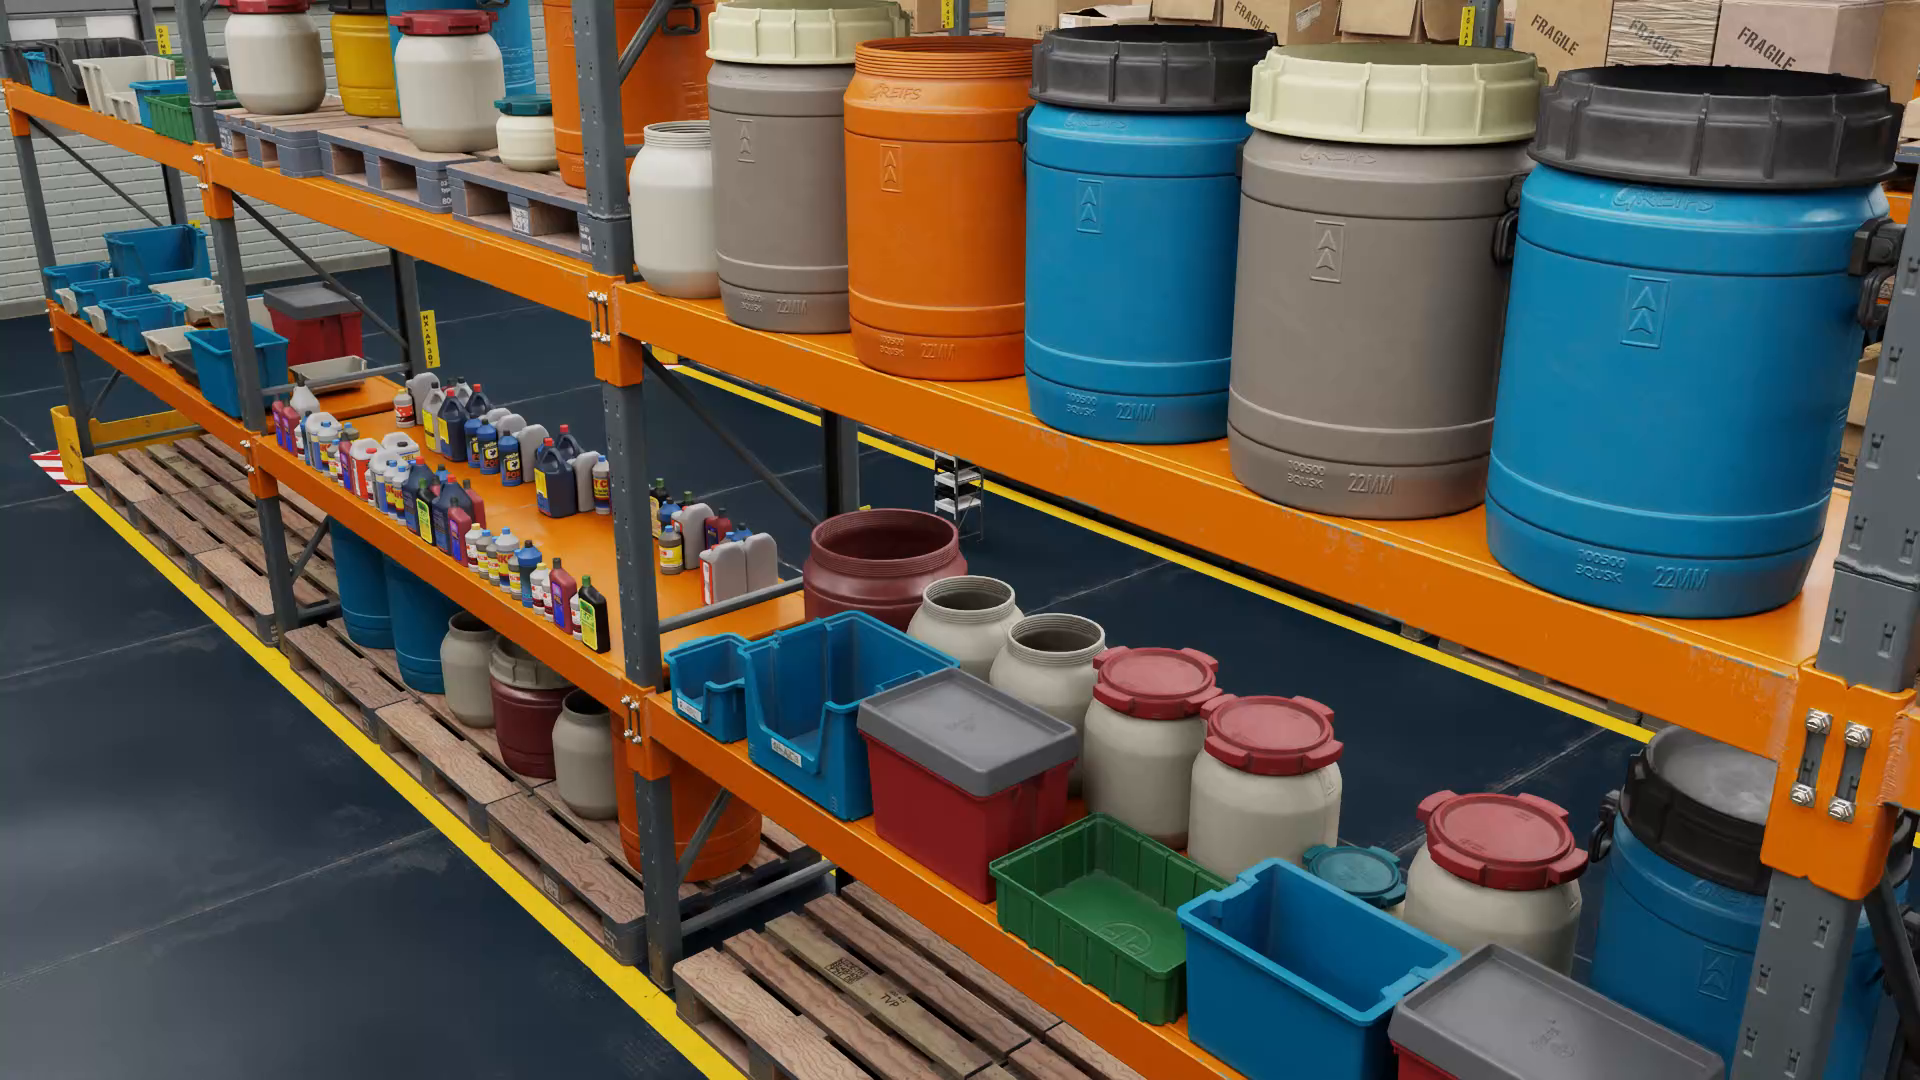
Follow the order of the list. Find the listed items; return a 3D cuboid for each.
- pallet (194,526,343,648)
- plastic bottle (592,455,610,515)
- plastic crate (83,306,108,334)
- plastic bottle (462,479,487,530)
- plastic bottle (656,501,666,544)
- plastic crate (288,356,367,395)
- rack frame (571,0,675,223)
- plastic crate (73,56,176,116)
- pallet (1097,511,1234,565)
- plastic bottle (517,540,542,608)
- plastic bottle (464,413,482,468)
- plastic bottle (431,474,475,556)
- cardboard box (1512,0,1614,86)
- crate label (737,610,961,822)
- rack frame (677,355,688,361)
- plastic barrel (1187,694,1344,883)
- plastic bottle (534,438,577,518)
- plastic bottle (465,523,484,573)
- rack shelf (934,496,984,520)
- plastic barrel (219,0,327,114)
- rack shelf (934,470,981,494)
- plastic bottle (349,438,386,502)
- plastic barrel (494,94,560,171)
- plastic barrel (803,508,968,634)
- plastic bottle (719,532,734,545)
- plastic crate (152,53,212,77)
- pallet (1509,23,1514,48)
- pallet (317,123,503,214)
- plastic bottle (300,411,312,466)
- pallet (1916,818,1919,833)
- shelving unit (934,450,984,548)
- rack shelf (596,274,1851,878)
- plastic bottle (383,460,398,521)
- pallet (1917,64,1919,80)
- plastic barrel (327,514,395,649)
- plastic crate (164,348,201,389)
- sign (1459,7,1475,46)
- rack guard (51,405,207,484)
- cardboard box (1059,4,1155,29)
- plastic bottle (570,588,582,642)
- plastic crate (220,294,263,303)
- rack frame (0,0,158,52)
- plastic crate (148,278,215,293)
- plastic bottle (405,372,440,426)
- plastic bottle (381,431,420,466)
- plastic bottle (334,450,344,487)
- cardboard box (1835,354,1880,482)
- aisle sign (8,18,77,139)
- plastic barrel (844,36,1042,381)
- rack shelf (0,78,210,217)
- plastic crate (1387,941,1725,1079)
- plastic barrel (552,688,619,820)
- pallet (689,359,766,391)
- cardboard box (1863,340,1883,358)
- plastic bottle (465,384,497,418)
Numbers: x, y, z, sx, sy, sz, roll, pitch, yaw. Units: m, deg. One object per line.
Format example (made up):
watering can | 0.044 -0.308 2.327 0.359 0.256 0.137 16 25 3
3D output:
pallet | -3.925 0.234 10.096 1.003 0.211 1.213 -17 27 -37
plastic bottle | -1.651 -0.259 7.709 0.097 0.271 0.097 0 21 0
plastic crate | -5.525 -1.438 10.822 0.250 0.136 0.298 -17 27 -37
plastic bottle | -2.149 -0.122 7.343 0.061 0.283 0.133 -17 27 -37
plastic bottle | -1.286 -0.072 7.328 0.097 0.201 0.097 0 21 0
plastic crate | -3.611 -0.938 9.545 0.396 0.136 0.243 -17 27 -37
rack frame | -0.804 -2.558 5.177 1.000 3.000 0.127 -17 27 -37
plastic crate | -4.813 -2.631 9.638 0.437 0.282 0.530 -17 27 -37
pallet | 1.698 -0.218 11.252 1.003 0.211 1.213 -17 27 -37
plastic bottle | -1.731 0.131 6.713 0.097 0.271 0.097 0 21 0
plastic bottle | -2.428 -0.503 8.332 0.097 0.271 0.097 0 21 0
plastic bottle | -2.210 -0.122 7.250 0.144 0.351 0.185 -17 27 -37
cardboard box | 3.060 -2.429 8.137 0.500 0.500 0.500 -17 27 -37
crate label | -0.361 0.557 5.399 0.502 0.435 0.616 -17 27 -37
rack frame | -2.274 -3.154 14.925 1.000 3.000 0.127 -17 27 -37
plastic barrel | 0.869 0.758 4.750 0.433 0.535 0.433 0 21 0
plastic bottle | -1.876 -0.293 7.688 0.144 0.351 0.185 -17 27 -37
plastic bottle | -2.048 0.029 7.069 0.097 0.201 0.097 0 21 0
rack shelf | -0.005 -0.223 10.903 0.258 0.077 0.200 -17 27 -37
plastic barrel | -3.262 -2.321 7.921 0.433 0.535 0.433 0 21 0
rack shelf | -0.005 -0.390 10.838 0.258 0.077 0.200 -17 27 -37
plastic bottle | -2.797 -0.338 7.904 0.152 0.276 0.135 -17 27 -37
plastic barrel | -1.615 -1.554 6.340 0.301 0.262 0.301 0 21 0
plastic barrel | -0.272 0.228 6.103 0.600 0.536 0.708 -17 27 -37
plastic bottle | -0.960 0.066 6.976 0.097 0.201 0.097 0 21 0
plastic crate | -5.166 -3.069 10.884 0.450 0.188 0.336 -17 27 -37
pallet | 5.162 -4.030 13.304 1.213 0.211 1.003 -17 27 -37
pallet | -2.087 -1.673 7.288 1.003 0.211 1.213 -17 27 -37
plastic bottle | -3.259 -0.516 8.365 0.097 0.271 0.097 0 21 0
pallet | 5.050 1.245 7.517 1.003 0.211 1.213 -17 27 -37
shelving unit | -0.005 -0.421 10.826 0.258 0.900 0.210 -17 27 -37
rack shelf | 0.501 -0.274 4.444 1.077 0.370 4.000 -17 27 -37
plastic bottle | -2.591 -0.233 7.643 0.097 0.271 0.097 0 21 0
pallet | 7.232 -3.240 11.290 1.213 0.211 1.003 -16 26 -35
plastic barrel | -3.073 0.066 9.005 0.600 0.901 0.708 -17 27 -37
plastic crate | -4.349 -1.015 9.758 0.437 0.125 0.590 -17 27 -37
sign | 2.522 -2.489 8.294 0.100 0.325 0.005 -17 27 -37
rack guard | -6.052 -0.815 12.379 1.175 0.500 0.348 -17 27 -37
cardboard box | 0.985 -3.275 10.667 0.500 0.311 0.500 -19 28 -39
plastic bottle | -1.453 0.281 6.426 0.097 0.201 0.097 0 21 0
plastic crate | -4.491 -1.419 10.641 0.416 0.233 0.300 -17 27 -37
rack frame | -6.026 -4.769 10.820 1.000 3.000 0.127 -17 27 -37
plastic crate | -5.357 -1.698 11.486 0.396 0.136 0.243 -17 27 -37
plastic bottle | -2.913 -0.780 9.034 0.152 0.276 0.135 -17 27 -37
plastic bottle | -2.682 -0.374 7.996 0.152 0.276 0.135 -17 27 -37
plastic bottle | -2.981 -0.366 8.077 0.097 0.201 0.097 0 21 0
cardboard box | 4.357 -0.540 7.531 0.797 0.503 0.637 -14 26 -32
aisle sign | -6.298 -3.135 11.310 0.394 0.787 0.004 -17 27 -37
plastic barrel | -0.006 -0.902 4.473 0.600 0.830 0.708 -17 27 -37
rack shelf | -4.721 -2.484 10.088 1.077 0.370 4.000 -17 27 -37
plastic crate | 1.259 1.249 3.593 0.402 0.464 0.583 -17 27 -37
plastic barrel | -1.573 0.932 7.327 0.421 0.512 0.421 0 21 0
pallet | -1.693 -1.654 14.917 1.003 0.211 1.213 -17 27 -37
cardboard box | 7.101 -1.055 12.074 1.050 0.750 0.750 -18 28 -38
plastic bottle | -2.447 -0.620 8.522 0.144 0.351 0.185 -17 27 -37
